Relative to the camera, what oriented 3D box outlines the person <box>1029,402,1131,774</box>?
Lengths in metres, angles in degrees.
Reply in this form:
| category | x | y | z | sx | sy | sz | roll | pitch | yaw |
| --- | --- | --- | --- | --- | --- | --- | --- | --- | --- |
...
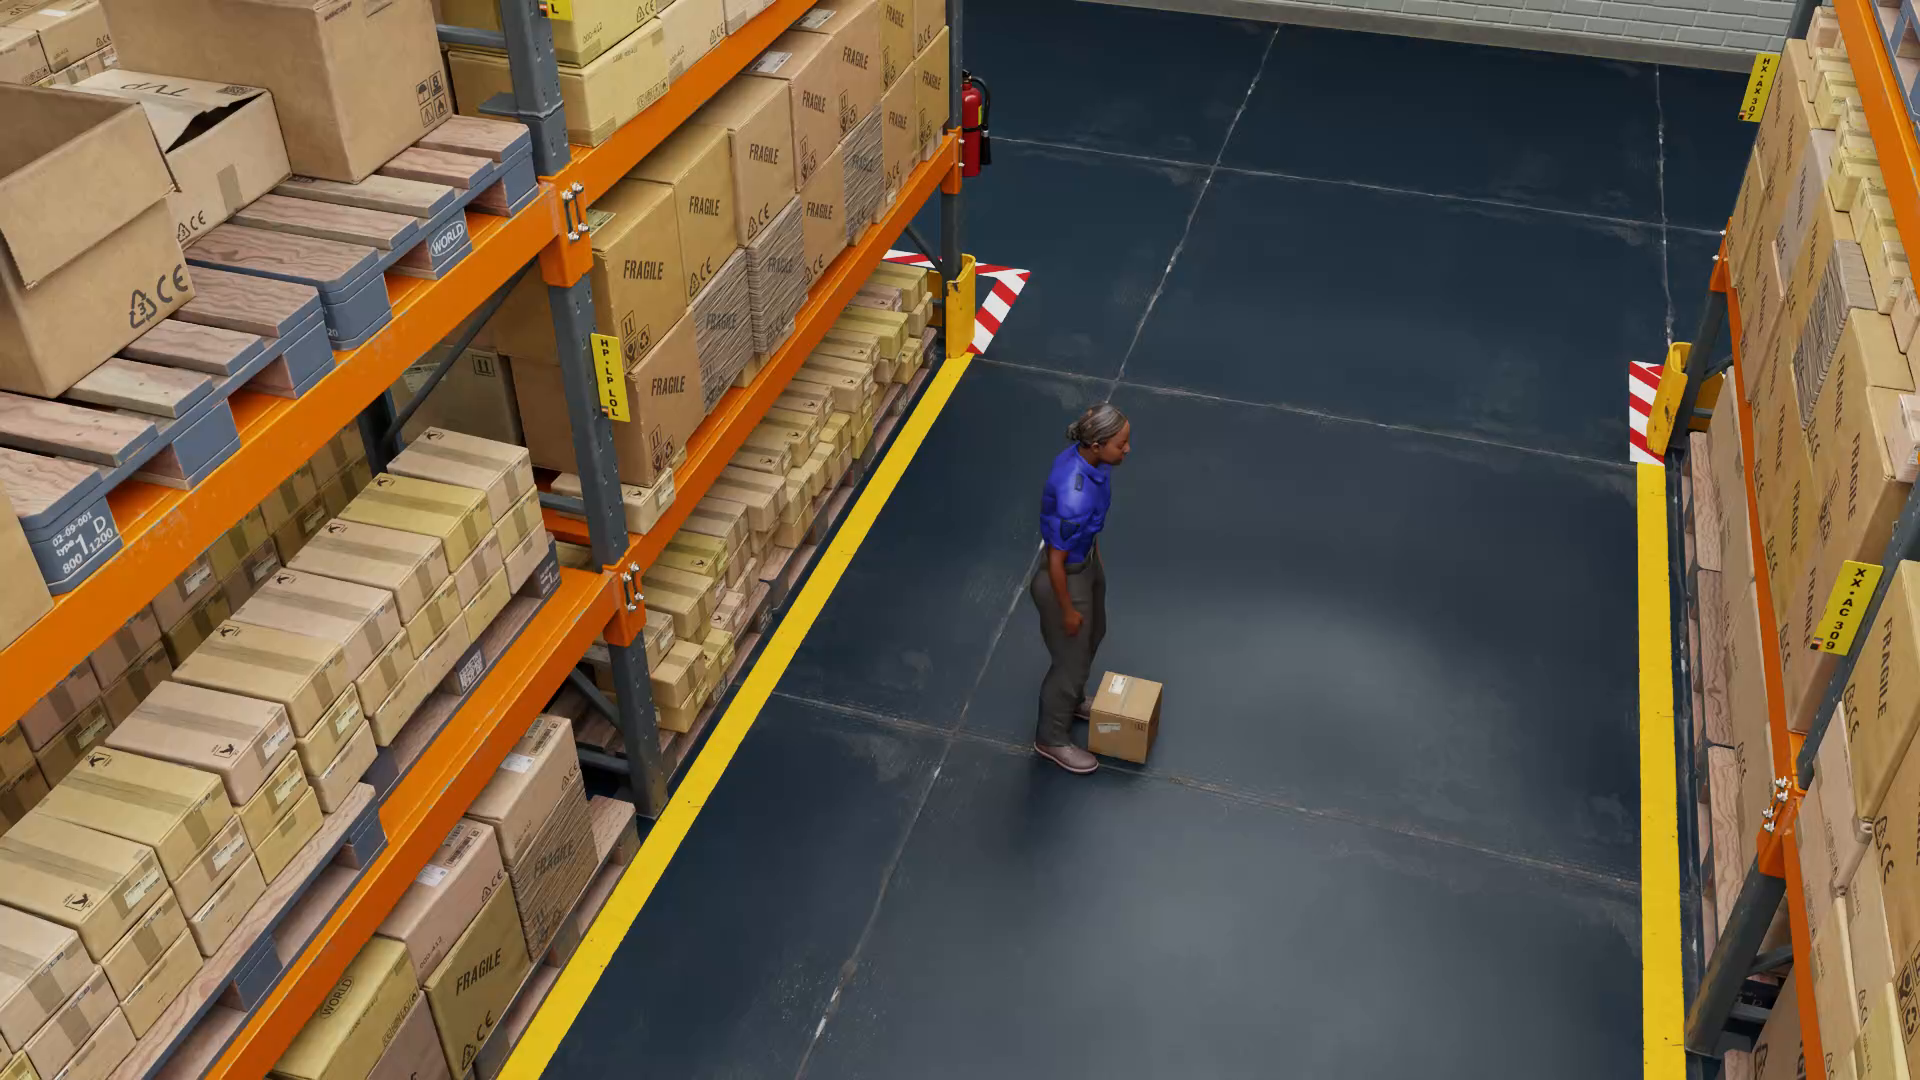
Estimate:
| category | x | y | z | sx | sy | sz | roll | pitch | yaw |
| --- | --- | --- | --- | --- | --- | --- | --- | --- | --- |
| person | 0.470 | 0.163 | 6.680 | 0.347 | 1.654 | 0.505 | 10 | 38 | 13 |
